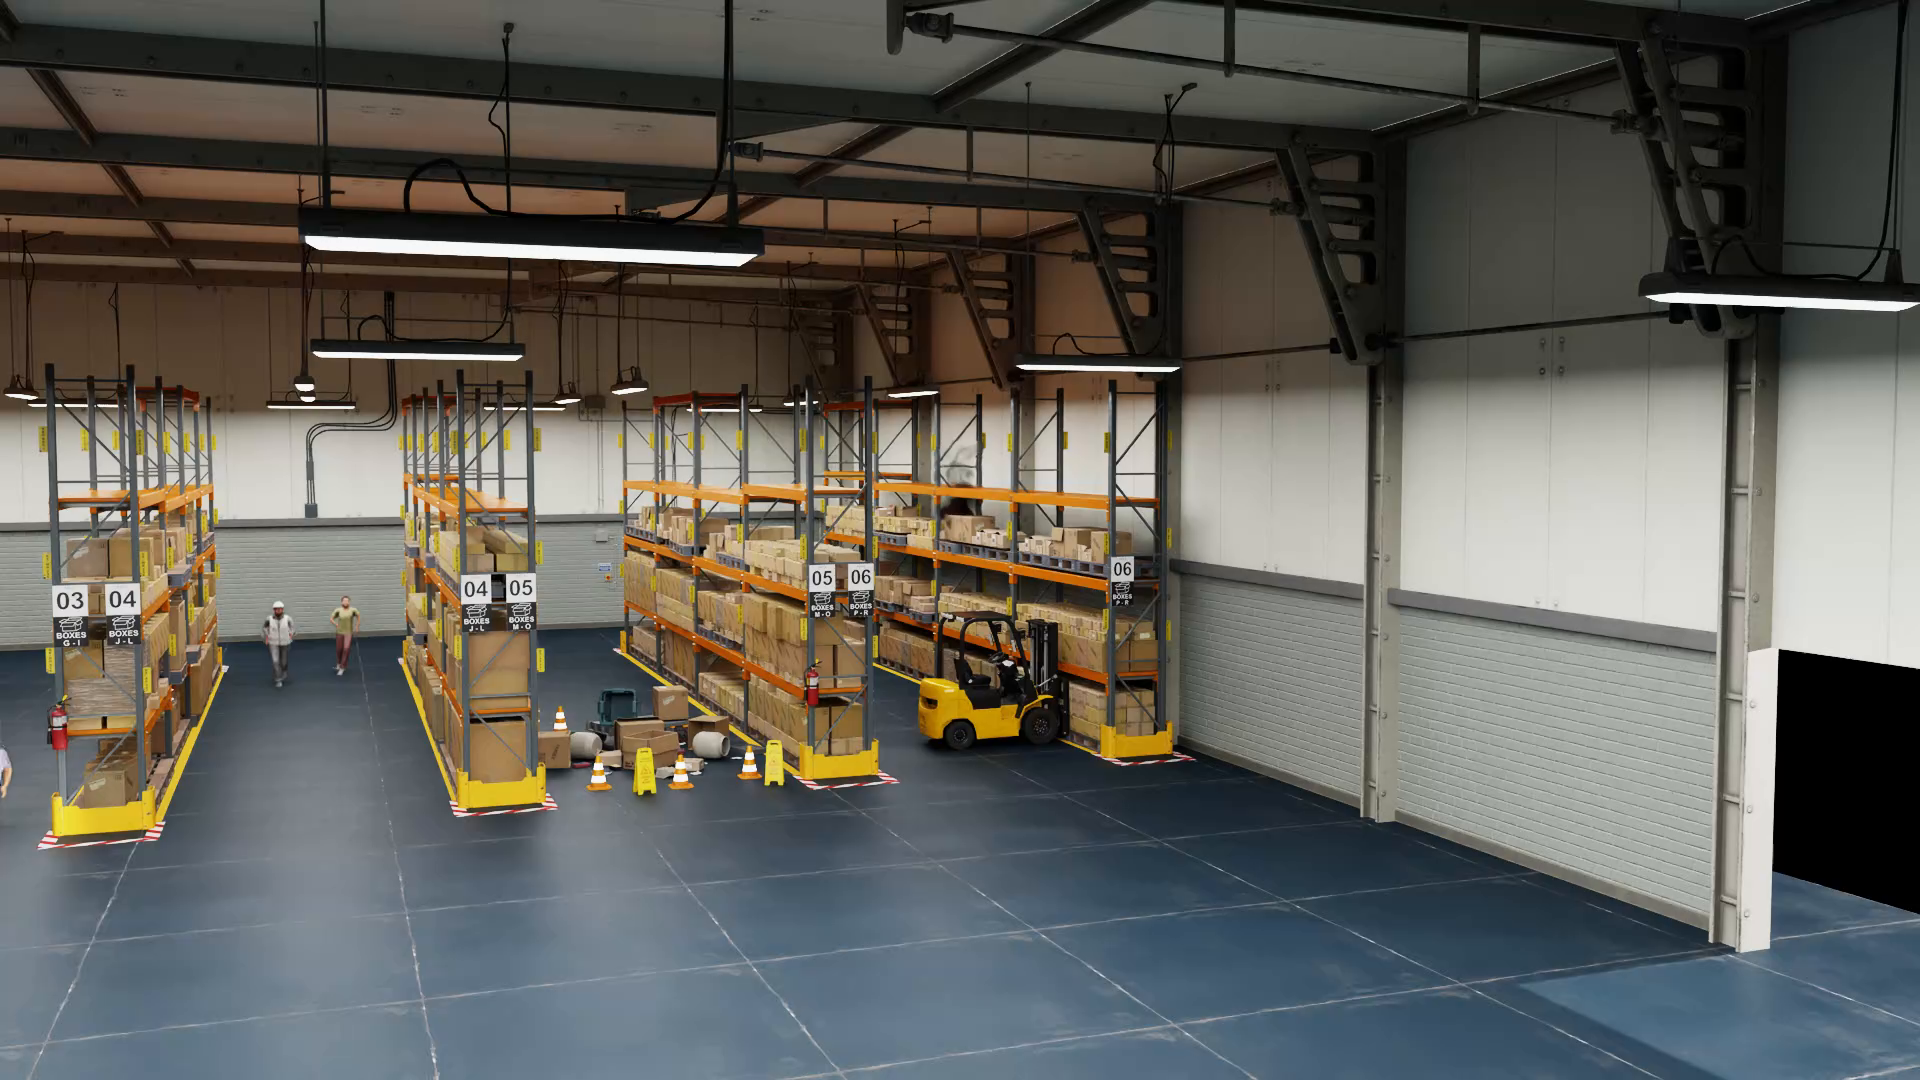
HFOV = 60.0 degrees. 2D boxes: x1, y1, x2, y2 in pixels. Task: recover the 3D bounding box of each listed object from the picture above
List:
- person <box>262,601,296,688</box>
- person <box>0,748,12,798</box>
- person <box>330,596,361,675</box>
[{"bbox_3d":[-14.029,2.132,34.269,0.646,1.755,0.853,-1,4,-23],"label":"person"},{"bbox_3d":[-11.722,3.049,20.002,0.529,1.572,0.649,3,4,41],"label":"person"},{"bbox_3d":[-13.370,2.049,36.147,0.618,1.680,0.922,-1,3,-14],"label":"person"}]
